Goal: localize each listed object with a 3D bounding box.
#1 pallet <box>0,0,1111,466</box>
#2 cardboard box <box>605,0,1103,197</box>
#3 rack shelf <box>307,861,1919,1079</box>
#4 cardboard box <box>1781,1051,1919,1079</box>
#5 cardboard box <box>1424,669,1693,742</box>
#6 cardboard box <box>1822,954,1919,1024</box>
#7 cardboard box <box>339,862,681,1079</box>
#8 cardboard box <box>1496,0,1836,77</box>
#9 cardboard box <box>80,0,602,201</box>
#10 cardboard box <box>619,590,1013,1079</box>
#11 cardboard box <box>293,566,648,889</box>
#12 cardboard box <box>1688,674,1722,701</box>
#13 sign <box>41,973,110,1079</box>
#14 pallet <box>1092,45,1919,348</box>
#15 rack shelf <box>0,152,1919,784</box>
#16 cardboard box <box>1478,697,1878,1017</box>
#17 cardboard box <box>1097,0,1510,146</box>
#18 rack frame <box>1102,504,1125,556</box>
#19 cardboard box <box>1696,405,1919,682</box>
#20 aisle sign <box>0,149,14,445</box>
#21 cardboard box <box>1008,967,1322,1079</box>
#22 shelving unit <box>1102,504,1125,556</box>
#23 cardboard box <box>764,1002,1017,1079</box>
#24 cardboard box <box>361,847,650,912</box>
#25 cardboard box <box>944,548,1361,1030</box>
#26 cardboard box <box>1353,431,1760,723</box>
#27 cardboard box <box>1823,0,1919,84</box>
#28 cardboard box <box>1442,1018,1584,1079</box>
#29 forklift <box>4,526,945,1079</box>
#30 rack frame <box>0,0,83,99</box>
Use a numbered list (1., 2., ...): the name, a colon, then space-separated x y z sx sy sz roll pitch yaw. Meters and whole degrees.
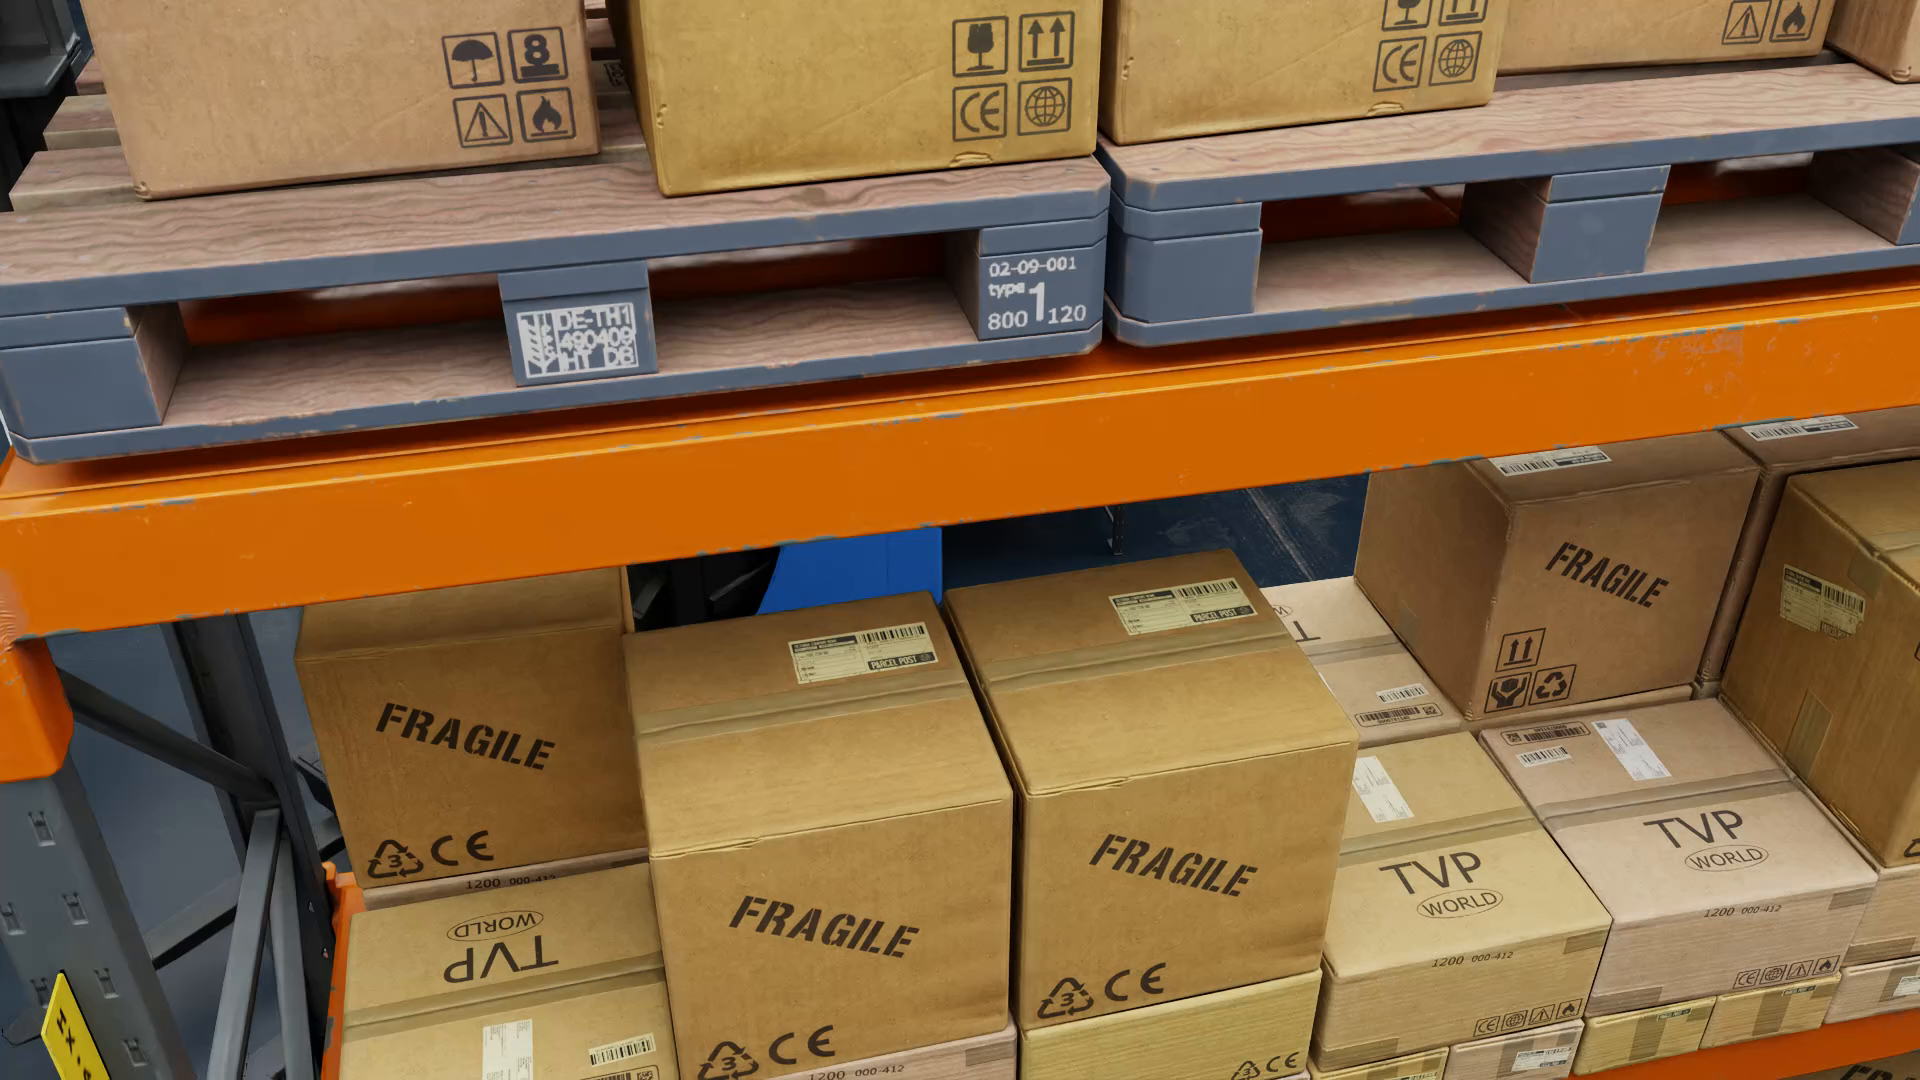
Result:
1. pallet: -0.522 -0.507 2.201 1.213 0.211 1.003 -7 35 -11
2. cardboard box: -0.173 -0.801 2.004 0.500 0.500 0.700 -8 35 -12
3. rack shelf: 0.707 0.851 3.435 4.000 0.370 1.077 -7 35 -11
4. cardboard box: 1.996 1.052 4.020 0.875 0.875 0.875 -7 35 -11
5. cardboard box: 1.151 0.286 3.499 0.500 0.250 0.500 -6 34 -9
6. cardboard box: 1.680 0.722 3.208 0.250 0.149 0.380 -7 34 -10
7. cardboard box: -0.716 0.825 2.696 0.500 0.250 0.500 -8 35 -12
8. cardboard box: 0.841 -1.016 2.325 0.500 0.500 0.700 -6 34 -8
9. cardboard box: -0.748 -0.797 1.998 0.500 0.500 0.700 -9 35 -13
10. cardboard box: -0.228 0.452 2.579 0.500 0.500 0.500 -8 35 -12
11. cardboard box: -0.827 0.223 2.920 0.500 0.500 0.500 -7 34 -10
12. cardboard box: 1.655 0.219 3.599 0.500 0.250 0.500 -7 35 -11
13. sign: -1.127 0.709 2.154 0.005 0.325 0.100 -7 35 -11
14. pallet: 0.670 -0.659 2.428 1.213 0.211 1.003 -7 35 -11
15. rack shelf: 0.707 -0.394 2.599 4.000 0.370 1.077 -7 35 -11
16. cardboard box: 1.283 0.570 3.076 0.500 0.250 0.500 -7 34 -10
17. cardboard box: 0.321 -0.891 2.138 0.500 0.500 0.700 -9 35 -14
18. rack frame: 0.579 -0.696 6.441 0.032 1.500 0.500 -7 35 -11
19. cardboard box: 1.652 -0.089 3.386 0.500 0.500 0.500 -7 35 -11
20. aisle sign: -1.380 -0.435 2.373 0.004 0.787 0.394 -7 35 -11
21. cardboard box: 0.280 0.698 2.886 0.500 0.250 0.500 -8 35 -12
22. shelving unit: 0.083 -0.633 6.348 1.048 1.500 0.538 -7 35 -11
23. cardboard box: -0.210 0.758 2.797 0.500 0.250 0.500 -8 35 -11
24. cardboard box: -0.830 0.534 3.131 0.500 0.250 0.500 -8 35 -11
25. cardboard box: 0.276 0.385 2.679 0.500 0.500 0.500 -8 35 -12
26. cardboard box: 1.146 -0.023 3.287 0.500 0.500 0.500 -8 35 -12
27. cardboard box: 1.382 -1.004 2.305 0.500 0.500 0.700 -5 34 -8
28. cardboard box: 0.931 0.816 3.068 0.250 0.149 0.380 -7 34 -10
29. forklift: -1.344 -0.278 4.534 1.130 2.935 3.031 23 40 30
30. rack frame: -1.244 -1.692 1.196 0.127 3.000 1.000 -7 35 -11
